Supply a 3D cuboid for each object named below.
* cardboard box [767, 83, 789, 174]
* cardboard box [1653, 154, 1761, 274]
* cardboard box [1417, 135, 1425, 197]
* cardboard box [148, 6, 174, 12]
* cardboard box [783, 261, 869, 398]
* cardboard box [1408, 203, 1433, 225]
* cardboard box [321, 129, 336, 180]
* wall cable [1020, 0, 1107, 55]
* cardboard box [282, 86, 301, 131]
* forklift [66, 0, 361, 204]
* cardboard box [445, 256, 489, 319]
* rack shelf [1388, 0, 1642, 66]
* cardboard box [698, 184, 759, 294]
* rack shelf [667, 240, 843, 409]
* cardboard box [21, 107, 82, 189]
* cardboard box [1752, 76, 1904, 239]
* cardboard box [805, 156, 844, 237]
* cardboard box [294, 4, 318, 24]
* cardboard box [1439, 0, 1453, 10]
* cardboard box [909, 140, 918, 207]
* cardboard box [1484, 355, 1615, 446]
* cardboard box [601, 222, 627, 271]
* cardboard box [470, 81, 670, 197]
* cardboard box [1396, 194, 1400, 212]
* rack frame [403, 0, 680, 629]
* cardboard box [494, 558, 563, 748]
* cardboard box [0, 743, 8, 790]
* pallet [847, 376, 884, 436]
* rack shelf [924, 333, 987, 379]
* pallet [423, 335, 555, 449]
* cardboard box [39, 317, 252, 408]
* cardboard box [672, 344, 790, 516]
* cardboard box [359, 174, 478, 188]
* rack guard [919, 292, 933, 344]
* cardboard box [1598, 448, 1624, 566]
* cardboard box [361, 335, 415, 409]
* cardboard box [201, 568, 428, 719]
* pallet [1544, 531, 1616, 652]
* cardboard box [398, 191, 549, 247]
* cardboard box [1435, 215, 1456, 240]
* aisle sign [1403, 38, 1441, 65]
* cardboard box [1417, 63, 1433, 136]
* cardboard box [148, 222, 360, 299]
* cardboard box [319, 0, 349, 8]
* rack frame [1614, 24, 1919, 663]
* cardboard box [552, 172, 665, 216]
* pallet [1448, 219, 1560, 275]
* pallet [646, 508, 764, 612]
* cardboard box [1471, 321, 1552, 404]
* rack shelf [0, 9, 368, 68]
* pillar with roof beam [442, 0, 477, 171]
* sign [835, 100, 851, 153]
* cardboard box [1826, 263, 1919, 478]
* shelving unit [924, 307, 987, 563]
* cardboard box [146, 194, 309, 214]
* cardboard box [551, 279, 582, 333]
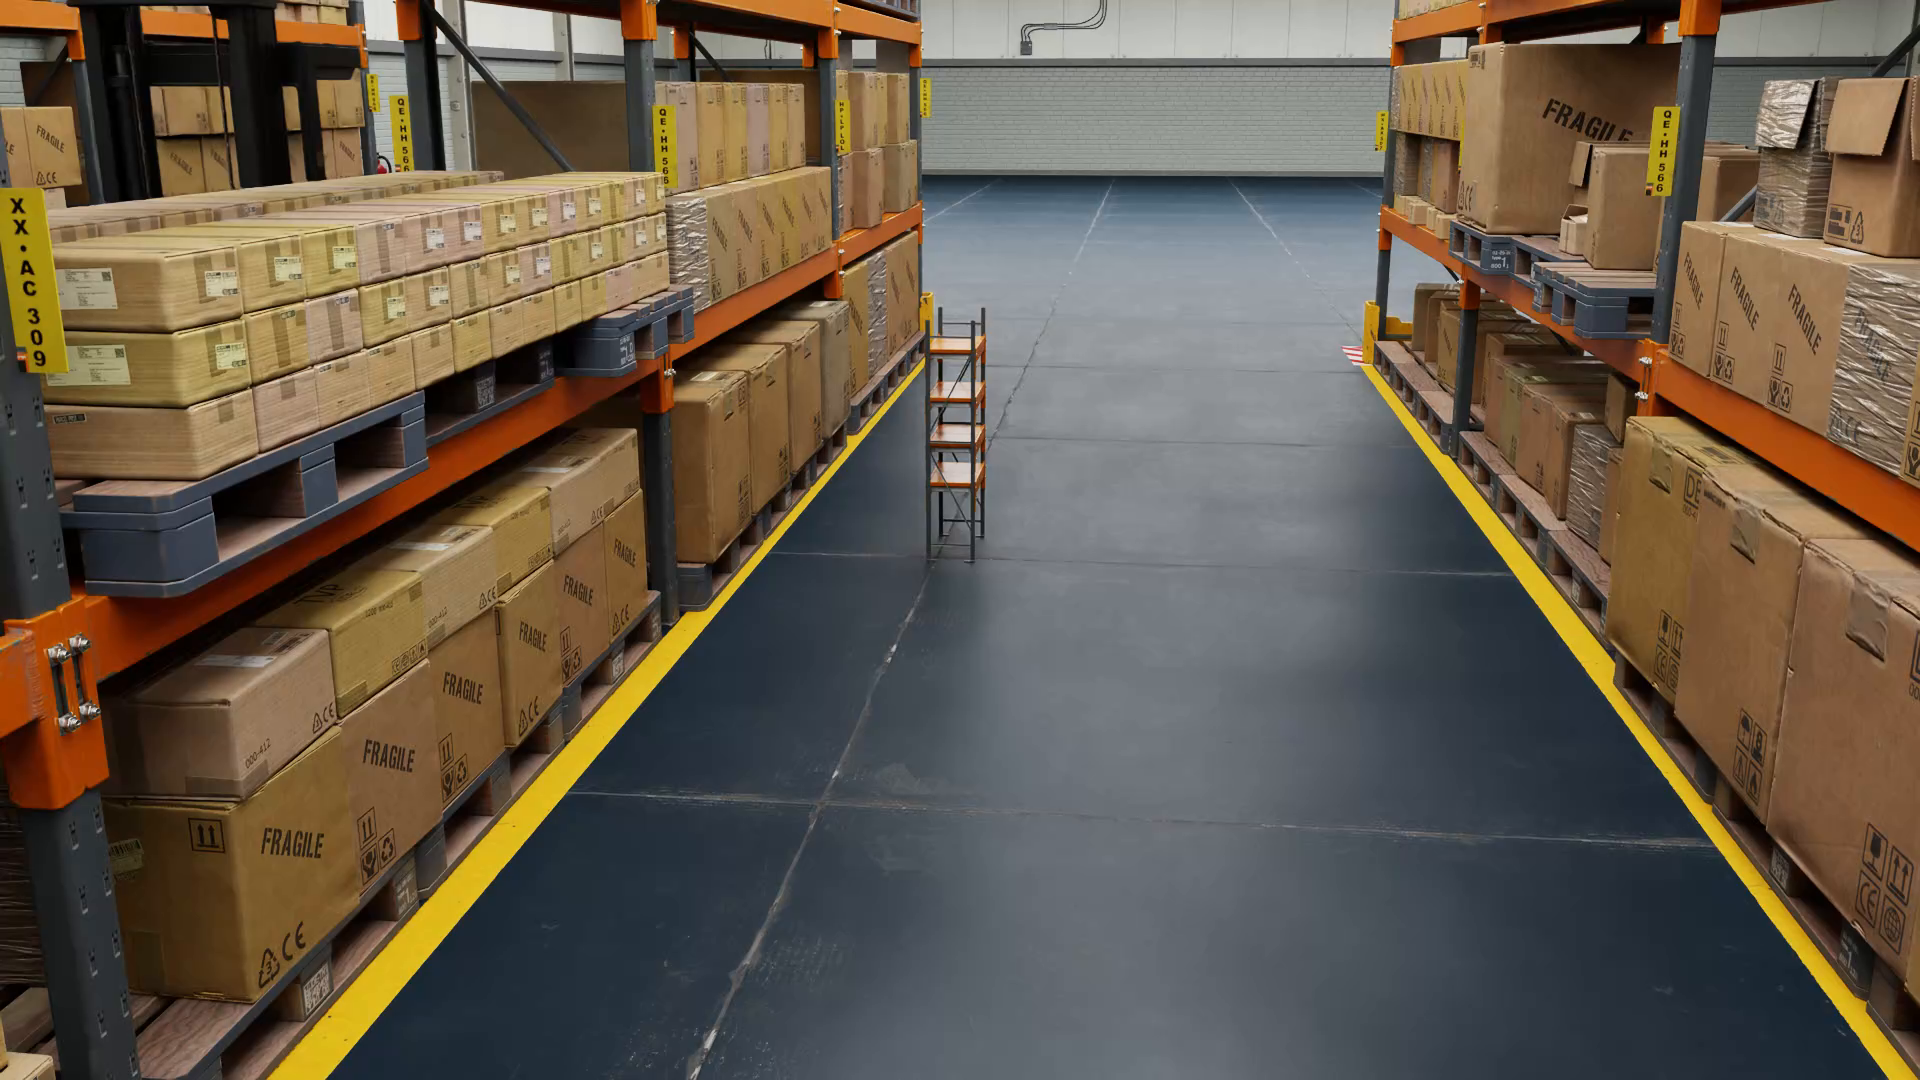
[{"bbox_3d":[-1.397,-2.398,9.678,0.700,0.500,0.500,1,15,5],"label":"cardboard box"},{"bbox_3d":[3.196,-1.312,6.773,0.500,0.500,0.500,0,15,-1],"label":"cardboard box"},{"bbox_3d":[4.051,-2.912,12.922,0.875,0.500,0.500,2,15,6],"label":"cardboard box"},{"bbox_3d":[-5.870,-3.847,11.878,0.380,0.149,0.250,2,15,8],"label":"cardboard box"},{"bbox_3d":[-1.150,-1.468,11.610,0.875,0.875,0.875,2,15,7],"label":"cardboard box"},{"bbox_3d":[3.543,-2.421,12.349,0.380,0.149,0.250,2,15,6],"label":"cardboard box"},{"bbox_3d":[-5.617,-3.200,13.989,0.500,0.500,0.500,2,15,6],"label":"cardboard box"},{"bbox_3d":[2.787,-16.038,44.219,2.305,6.003,0.169,2,15,6],"label":"wall cable"},{"bbox_3d":[-5.629,-3.556,13.390,0.700,0.500,0.500,2,15,6],"label":"cardboard box"},{"bbox_3d":[-3.934,-1.671,9.226,1.130,2.935,3.031,1,15,2],"label":"forklift"},{"bbox_3d":[-1.548,-0.709,4.645,0.380,0.149,0.250,1,15,5],"label":"cardboard box"},{"bbox_3d":[3.852,-3.577,11.775,1.077,0.370,4.000,2,15,6],"label":"rack shelf"},{"bbox_3d":[-1.311,-1.512,8.315,0.500,0.500,0.500,2,15,6],"label":"cardboard box"},{"bbox_3d":[-1.516,-1.264,8.968,1.077,0.370,4.000,2,15,6],"label":"rack shelf"},{"bbox_3d":[-6.044,-2.517,10.659,0.500,0.500,0.500,1,15,5],"label":"cardboard box"},{"bbox_3d":[3.077,-1.263,5.475,0.797,0.503,0.637,2,15,8],"label":"cardboard box"},{"bbox_3d":[-1.261,-2.298,11.128,0.875,0.550,0.550,2,15,6],"label":"cardboard box"},{"bbox_3d":[-5.590,-4.379,13.846,0.380,0.149,0.250,2,15,8],"label":"cardboard box"},{"bbox_3d":[3.540,-3.727,11.238,0.500,0.250,0.500,2,15,6],"label":"cardboard box"},{"bbox_3d":[-0.836,-3.142,14.248,0.875,0.550,0.550,2,15,6],"label":"cardboard box"},{"bbox_3d":[3.536,-0.805,9.837,0.700,0.500,0.500,1,15,2],"label":"cardboard box"},{"bbox_3d":[-1.400,-1.038,5.862,0.380,0.149,0.250,2,15,8],"label":"cardboard box"},{"bbox_3d":[-1.681,-1.739,7.241,0.700,0.500,0.500,2,15,6],"label":"cardboard box"},{"bbox_3d":[3.762,-2.743,13.539,0.380,0.149,0.250,2,15,6],"label":"cardboard box"},{"bbox_3d":[-1.742,-1.092,6.955,1.000,3.000,0.127,2,15,6],"label":"rack frame"},{"bbox_3d":[-1.662,0.362,5.561,0.500,0.500,0.500,1,15,4],"label":"cardboard box"},{"bbox_3d":[-2.360,0.386,4.034,0.500,0.250,0.500,1,15,5],"label":"cardboard box"},{"bbox_3d":[-1.127,-0.979,11.877,1.003,0.211,1.213,2,15,6],"label":"pallet"},{"bbox_3d":[-0.019,-0.916,8.244,0.258,0.148,0.480,2,15,6],"label":"rack shelf"},{"bbox_3d":[-1.924,-0.485,5.077,1.003,0.211,1.213,2,15,6],"label":"pallet"},{"bbox_3d":[-1.692,-0.369,3.386,0.380,0.149,0.250,2,15,7],"label":"cardboard box"},{"bbox_3d":[-1.488,-0.591,8.607,1.050,0.750,0.750,2,15,7],"label":"cardboard box"},{"bbox_3d":[-2.014,-1.277,6.175,0.380,0.149,0.250,1,15,5],"label":"cardboard box"},{"bbox_3d":[-0.836,-1.967,14.978,1.175,0.500,0.348,2,15,6],"label":"rack guard"},{"bbox_3d":[3.231,-0.100,7.232,0.700,0.500,0.500,1,15,3],"label":"cardboard box"},{"bbox_3d":[-1.605,-0.427,4.171,0.380,0.149,0.250,2,15,7],"label":"cardboard box"},{"bbox_3d":[-1.789,0.265,4.483,0.500,0.250,0.500,2,15,8],"label":"cardboard box"},{"bbox_3d":[3.265,0.223,7.431,1.003,0.211,1.213,2,15,6],"label":"pallet"},{"bbox_3d":[-1.490,-0.985,5.096,0.380,0.149,0.250,2,15,9],"label":"cardboard box"},{"bbox_3d":[3.402,-2.096,11.150,0.380,0.149,0.250,2,15,6],"label":"cardboard box"},{"bbox_3d":[3.787,-4.275,13.744,0.394,0.787,0.004,2,15,6],"label":"aisle sign"},{"bbox_3d":[3.576,-3.146,11.872,0.500,0.500,0.500,2,15,6],"label":"cardboard box"},{"bbox_3d":[-1.635,-0.651,3.860,0.380,0.149,0.250,2,15,7],"label":"cardboard box"},{"bbox_3d":[-5.559,-4.665,14.140,0.500,0.250,0.500,2,15,6],"label":"cardboard box"},{"bbox_3d":[3.175,-0.920,6.318,1.000,3.000,0.127,2,15,6],"label":"rack frame"},{"bbox_3d":[-1.341,-1.320,6.336,0.380,0.149,0.250,1,15,4],"label":"cardboard box"},{"bbox_3d":[3.396,-1.671,9.463,1.003,0.211,1.213,2,15,6],"label":"pallet"},{"bbox_3d":[-1.578,0.051,8.067,1.003,0.211,1.213,2,15,6],"label":"pallet"},{"bbox_3d":[3.769,-1.205,11.356,0.500,0.500,0.500,7,17,24],"label":"cardboard box"},{"bbox_3d":[-5.994,-3.869,12.855,1.077,0.370,4.000,2,15,6],"label":"rack shelf"},{"bbox_3d":[-5.367,-10.716,31.051,9.100,9.000,0.400,2,15,6],"label":"pillar with roof beam"},{"bbox_3d":[-0.750,-2.637,10.601,0.100,0.325,0.005,2,15,6],"label":"sign"},{"bbox_3d":[2.681,-0.454,4.403,0.500,0.500,0.500,2,15,6],"label":"cardboard box"},{"bbox_3d":[-0.019,-0.536,8.347,0.258,1.200,0.503,2,15,6],"label":"shelving unit"},{"bbox_3d":[-2.165,-0.941,4.934,0.380,0.149,0.250,1,15,5],"label":"cardboard box"},{"bbox_3d":[-1.460,-0.767,5.428,0.380,0.149,0.250,1,15,4],"label":"cardboard box"}]
